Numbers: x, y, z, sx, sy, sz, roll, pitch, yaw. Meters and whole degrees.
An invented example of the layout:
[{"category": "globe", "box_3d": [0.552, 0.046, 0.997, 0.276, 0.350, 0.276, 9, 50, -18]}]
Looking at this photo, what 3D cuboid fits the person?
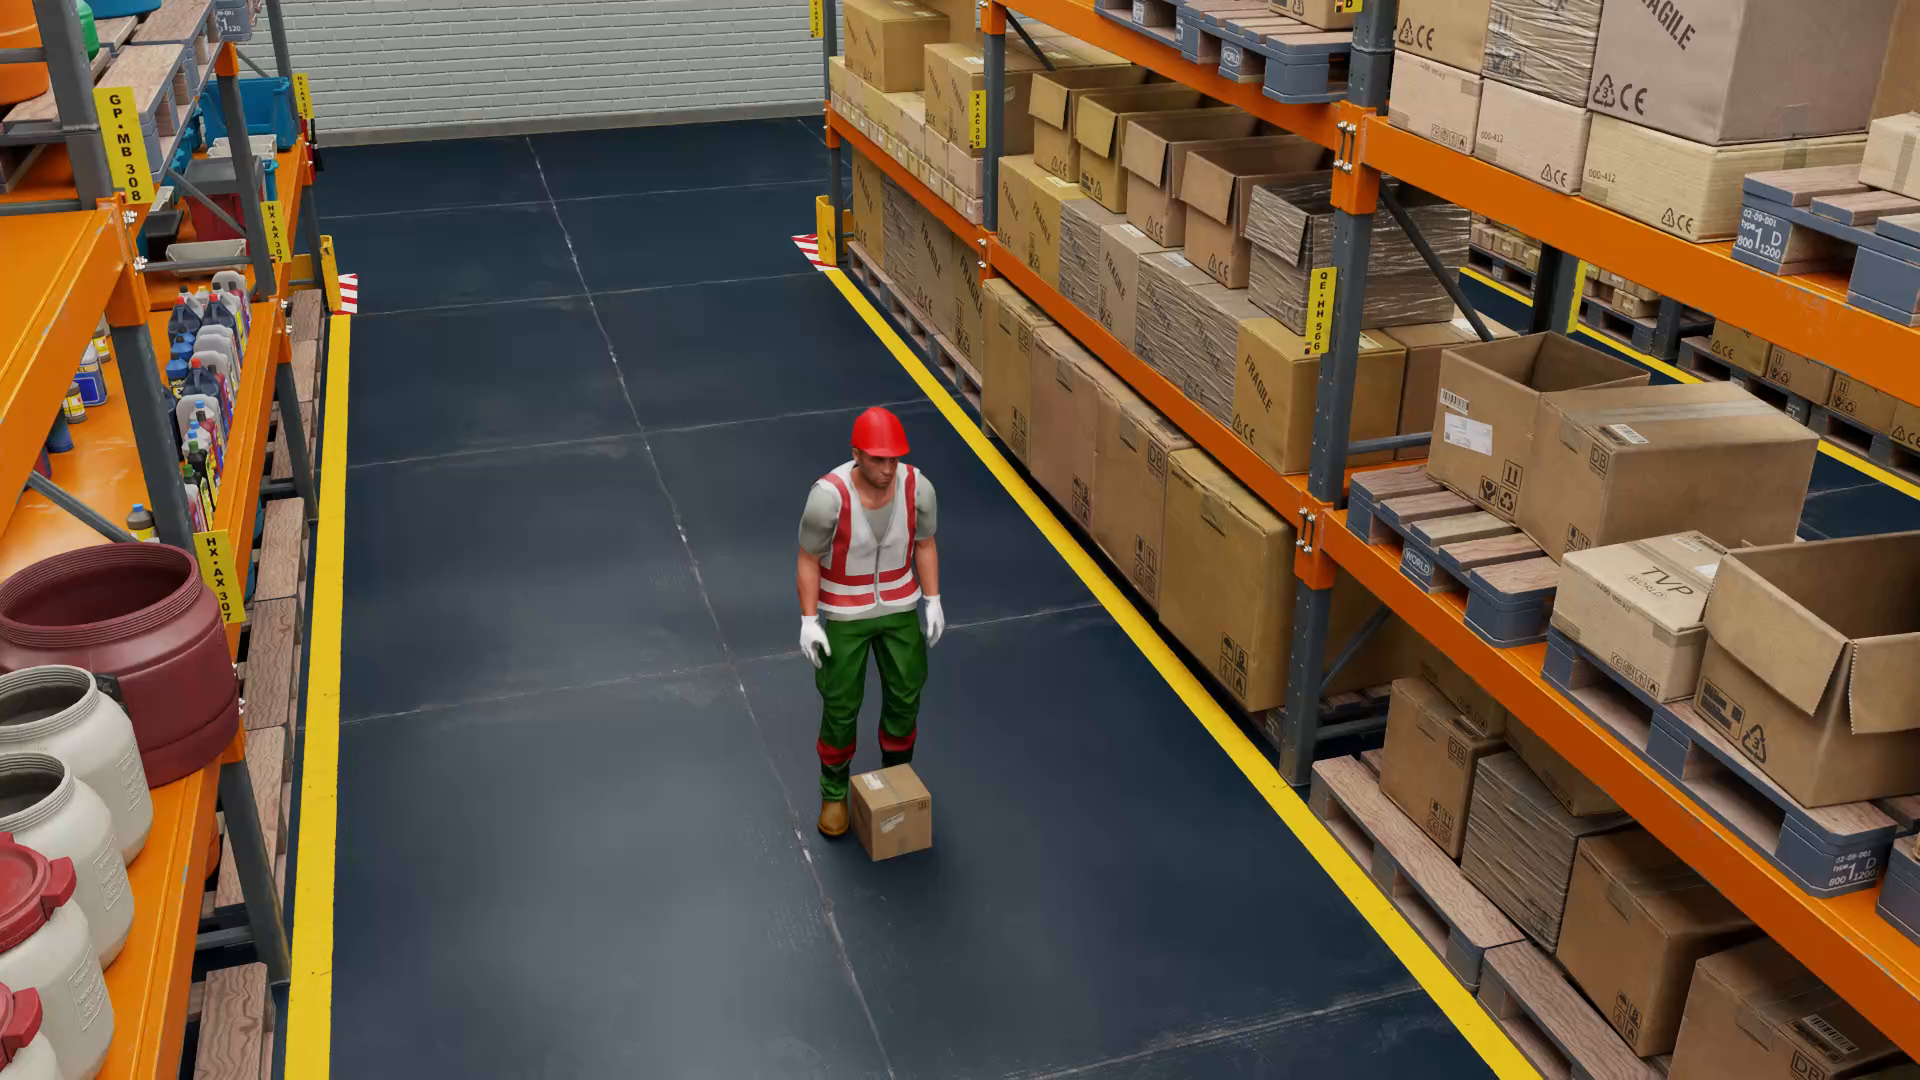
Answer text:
[{"category": "person", "box_3d": [-0.341, 0.302, 6.480, 0.597, 1.778, 0.450, -9, 28, -18]}]
